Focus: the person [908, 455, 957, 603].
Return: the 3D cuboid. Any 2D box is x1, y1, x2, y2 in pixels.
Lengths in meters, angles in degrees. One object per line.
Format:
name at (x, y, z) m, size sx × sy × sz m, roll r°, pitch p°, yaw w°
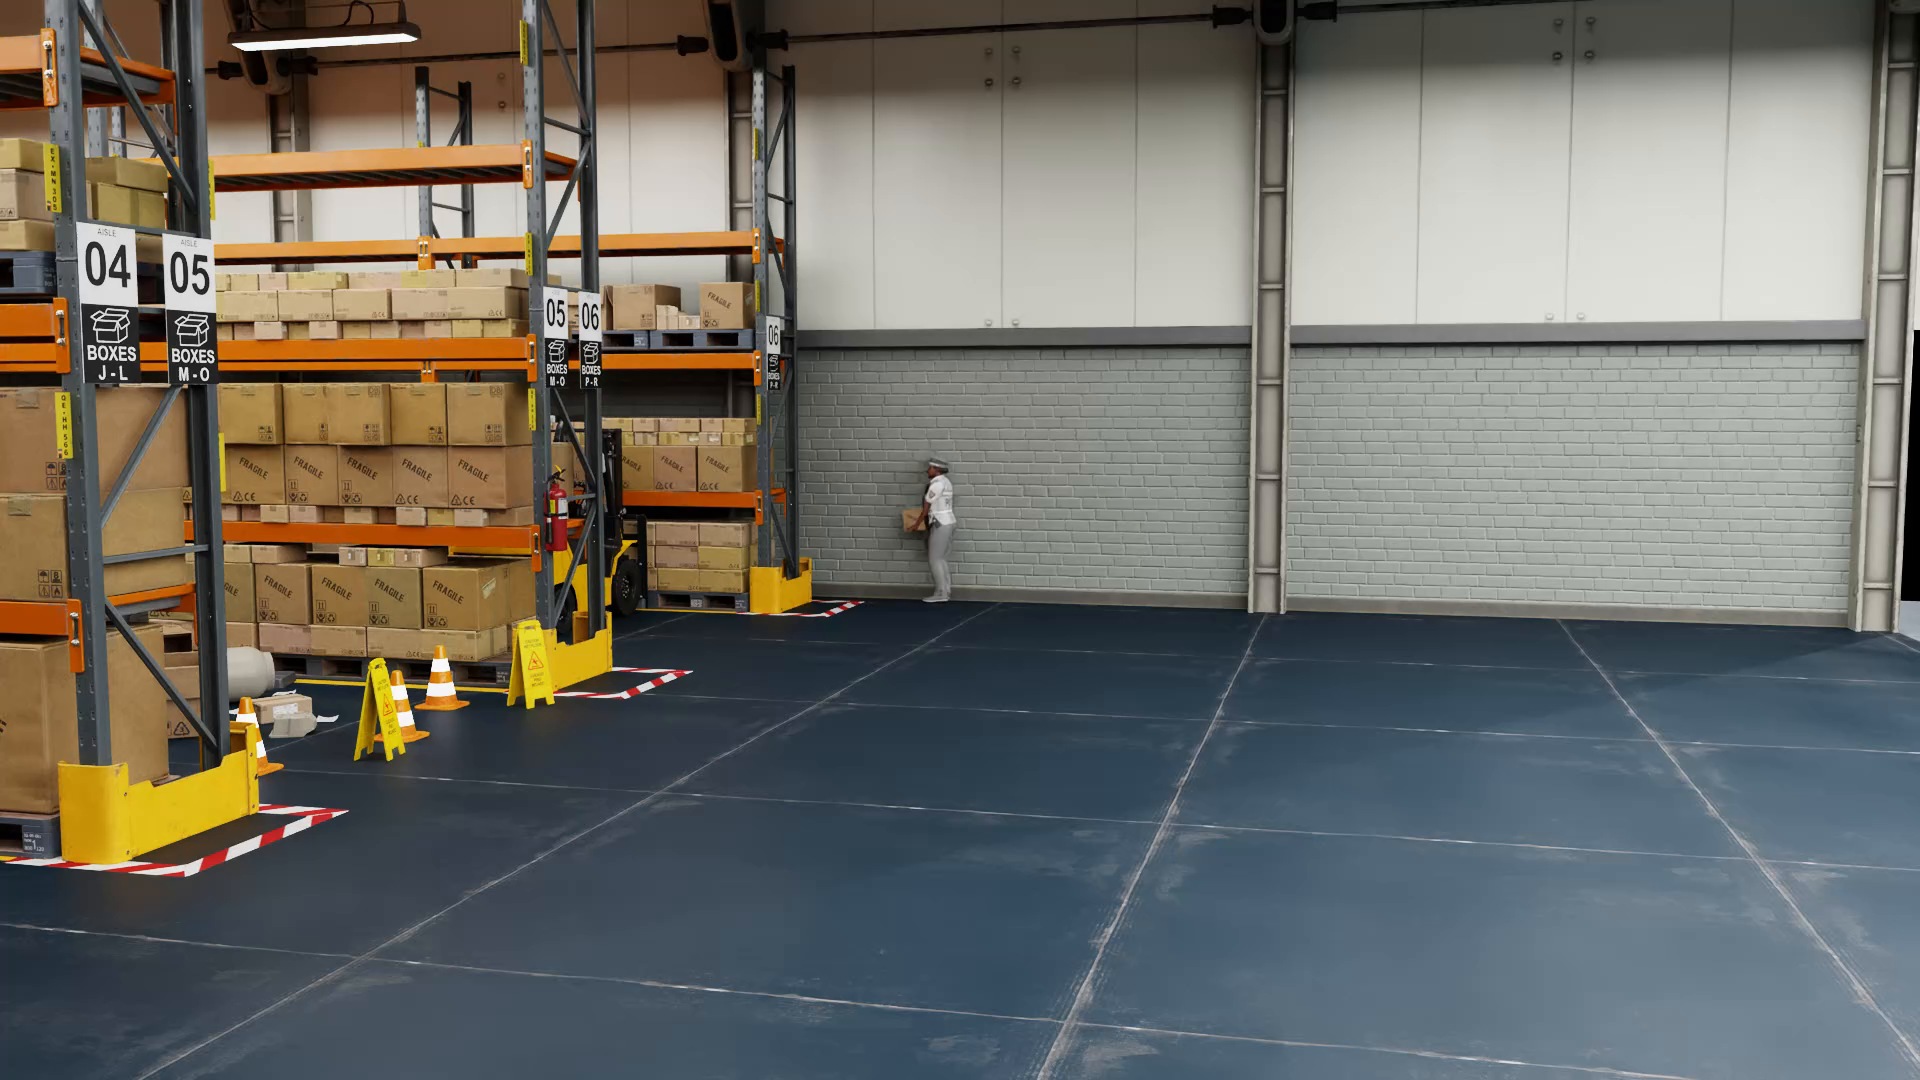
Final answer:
person at (-0.312, -0.132, 19.009) m, size 0.531 × 1.683 × 0.416 m, roll 1°, pitch 5°, yaw 12°
